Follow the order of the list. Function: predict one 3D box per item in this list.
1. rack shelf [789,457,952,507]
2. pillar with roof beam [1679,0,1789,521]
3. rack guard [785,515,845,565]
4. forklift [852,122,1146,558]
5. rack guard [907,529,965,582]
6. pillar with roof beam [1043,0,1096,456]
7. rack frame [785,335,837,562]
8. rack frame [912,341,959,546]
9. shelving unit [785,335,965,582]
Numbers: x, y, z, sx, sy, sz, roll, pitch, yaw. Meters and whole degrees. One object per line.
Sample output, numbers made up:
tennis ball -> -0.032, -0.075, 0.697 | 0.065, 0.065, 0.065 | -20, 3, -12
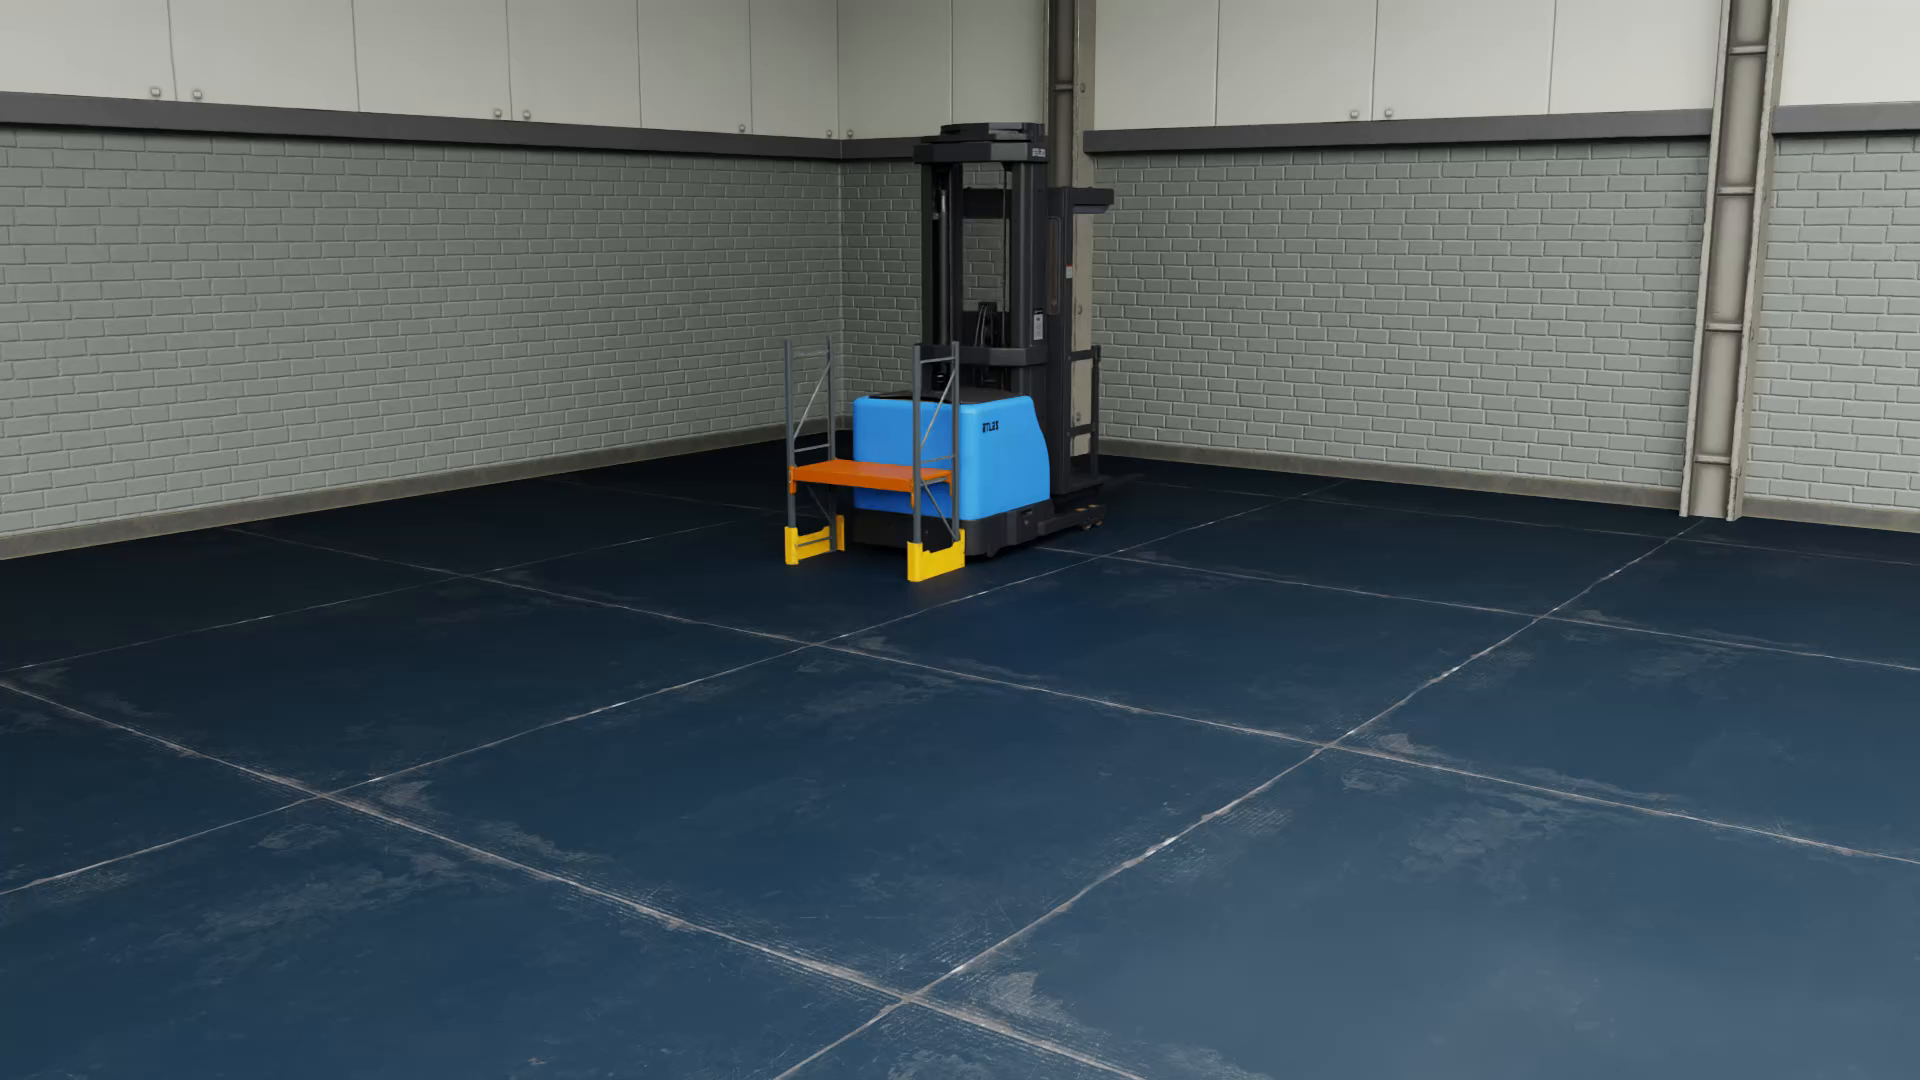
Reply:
rack shelf -> -0.580, -0.392, 11.053 | 1.000, 0.185, 0.538 | 7, 13, 32
pillar with roof beam -> 3.326, -3.950, 8.753 | 0.400, 9.000, 9.100 | 8, 13, 36
rack guard -> -0.992, -0.005, 11.396 | 0.087, 0.250, 0.587 | 7, 13, 32
forklift -> 0.449, -1.553, 12.340 | 1.130, 2.935, 3.031 | 7, 13, 31
rack guard -> -0.153, 0.097, 10.870 | 0.087, 0.250, 0.587 | 7, 13, 32
pillar with roof beam -> -1.510, -4.624, 12.240 | 0.400, 9.000, 9.100 | 8, 13, 36
rack frame -> -1.009, -0.620, 11.288 | 0.032, 1.500, 0.500 | 7, 13, 32
rack frame -> -0.152, -0.516, 10.750 | 0.032, 1.500, 0.500 | 7, 13, 32
shelving unit -> -0.573, -0.567, 11.014 | 1.083, 1.500, 0.587 | 7, 13, 32
